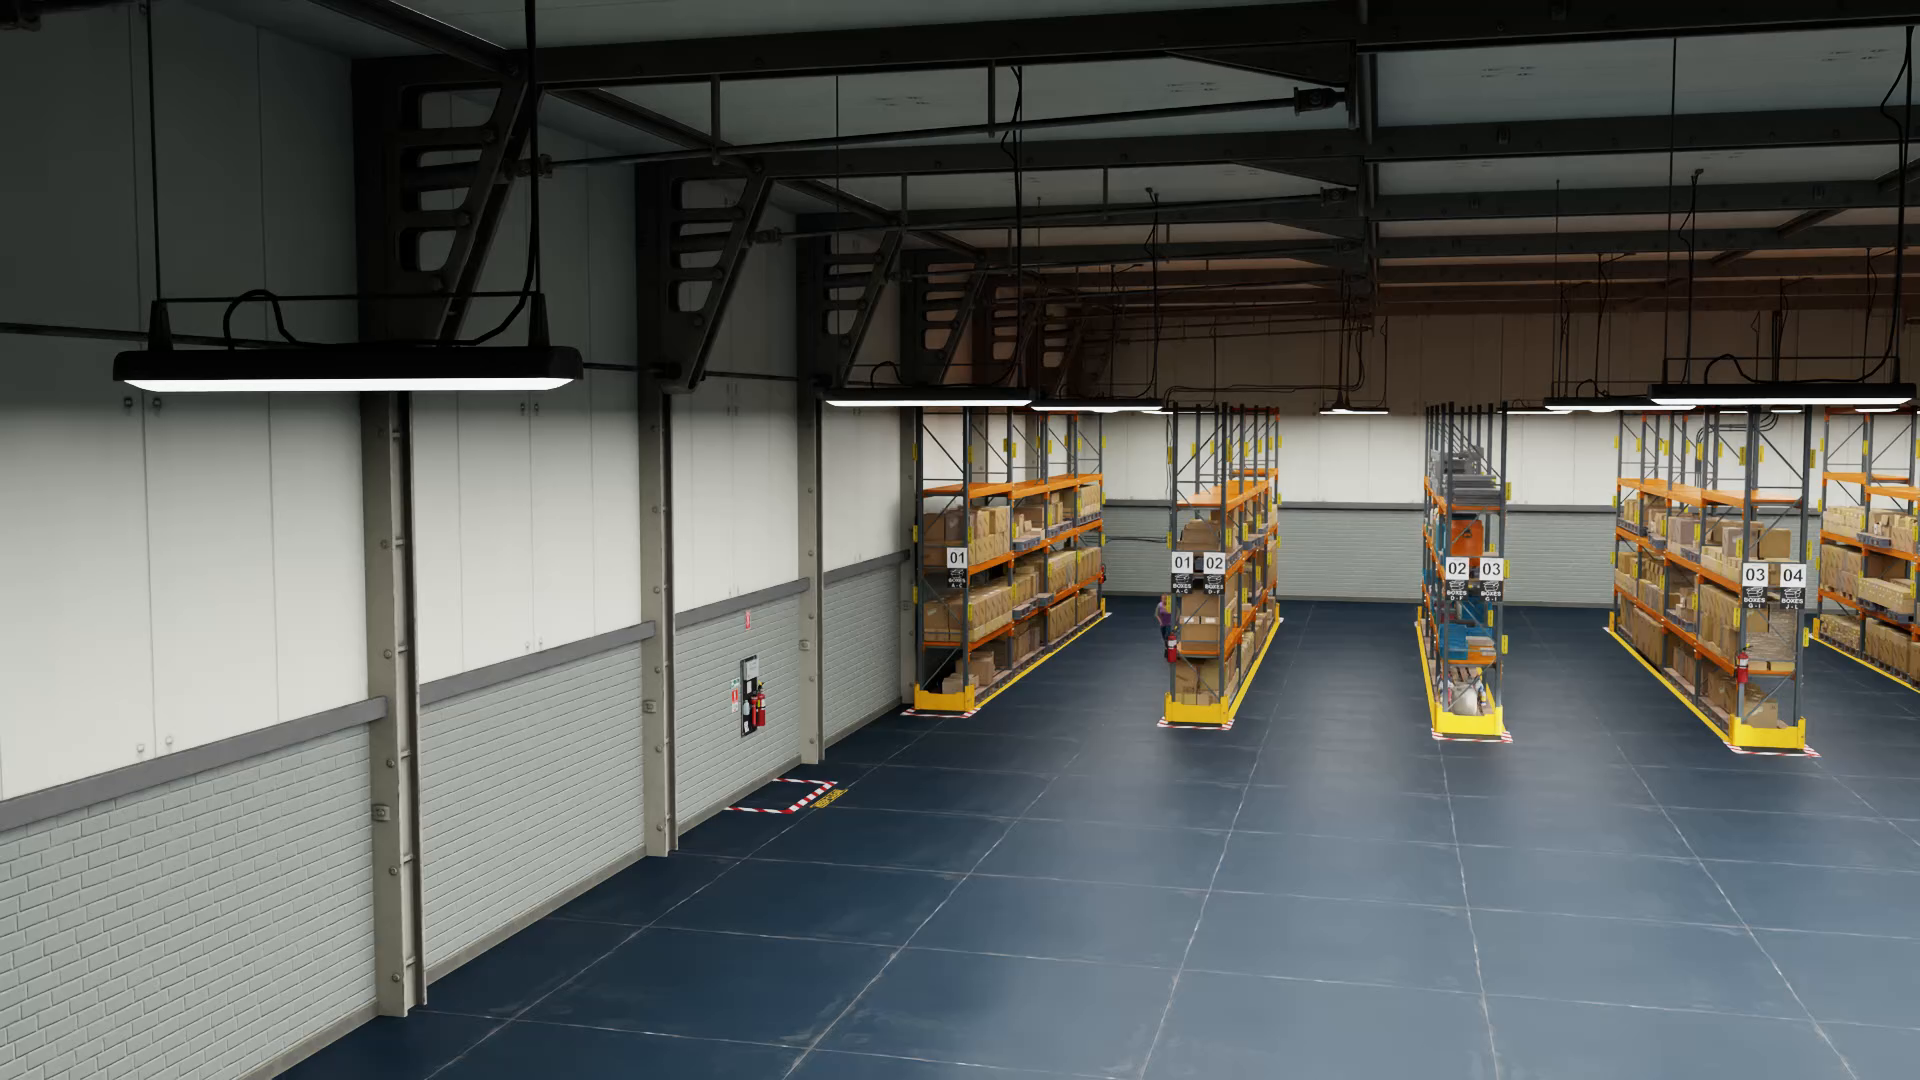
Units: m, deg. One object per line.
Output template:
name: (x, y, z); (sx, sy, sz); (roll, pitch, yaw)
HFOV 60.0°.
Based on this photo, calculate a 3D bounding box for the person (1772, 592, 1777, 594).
person: (19.464, 1.938, 39.880); (0.531, 1.683, 0.406); (-2, 5, -23)

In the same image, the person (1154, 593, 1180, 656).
person: (4.939, 2.022, 39.638); (0.568, 1.541, 0.811); (2, 5, 23)
